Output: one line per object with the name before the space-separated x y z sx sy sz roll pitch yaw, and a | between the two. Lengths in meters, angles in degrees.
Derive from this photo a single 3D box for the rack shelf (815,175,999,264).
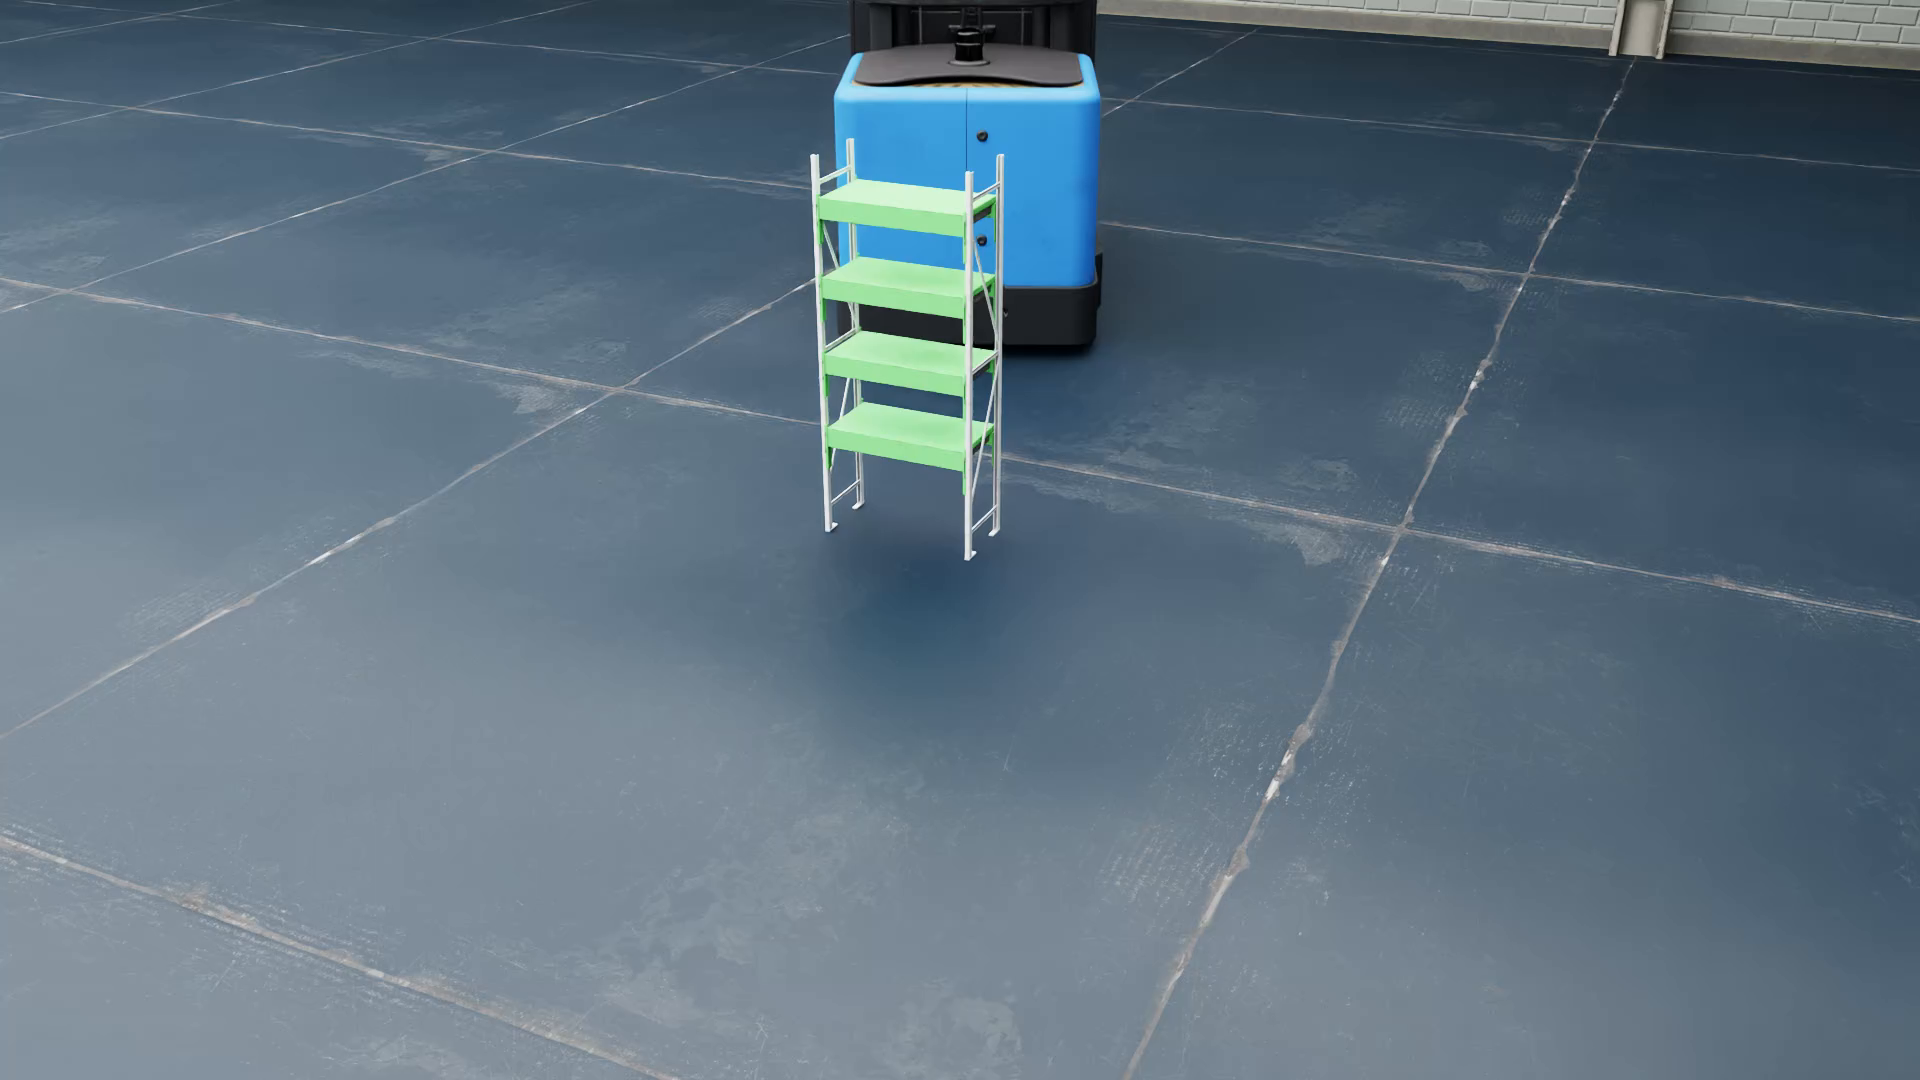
rack shelf | -0.151 -0.942 4.863 0.480 0.148 0.258 11 28 22

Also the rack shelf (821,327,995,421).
rack shelf | -0.151 -0.511 5.075 0.480 0.148 0.258 11 28 22

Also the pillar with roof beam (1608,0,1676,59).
pillar with roof beam | 3.485 -6.087 7.426 0.400 9.000 9.100 11 28 22

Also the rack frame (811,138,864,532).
rack frame | -0.373 -0.613 5.137 0.015 1.200 0.240 11 28 22

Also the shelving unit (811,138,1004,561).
shelving unit | -0.151 -0.569 5.046 0.503 1.200 0.258 11 28 22

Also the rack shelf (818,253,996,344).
rack shelf | -0.151 -0.727 4.969 0.480 0.148 0.258 11 28 22

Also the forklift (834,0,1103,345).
forklift | 0.064 -2.705 7.426 1.130 2.935 3.031 1 26 1

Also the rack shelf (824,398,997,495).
rack shelf | -0.151 -0.296 5.181 0.480 0.148 0.258 11 28 22

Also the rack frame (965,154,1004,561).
rack frame | 0.071 -0.524 4.956 0.015 1.200 0.240 11 28 22
